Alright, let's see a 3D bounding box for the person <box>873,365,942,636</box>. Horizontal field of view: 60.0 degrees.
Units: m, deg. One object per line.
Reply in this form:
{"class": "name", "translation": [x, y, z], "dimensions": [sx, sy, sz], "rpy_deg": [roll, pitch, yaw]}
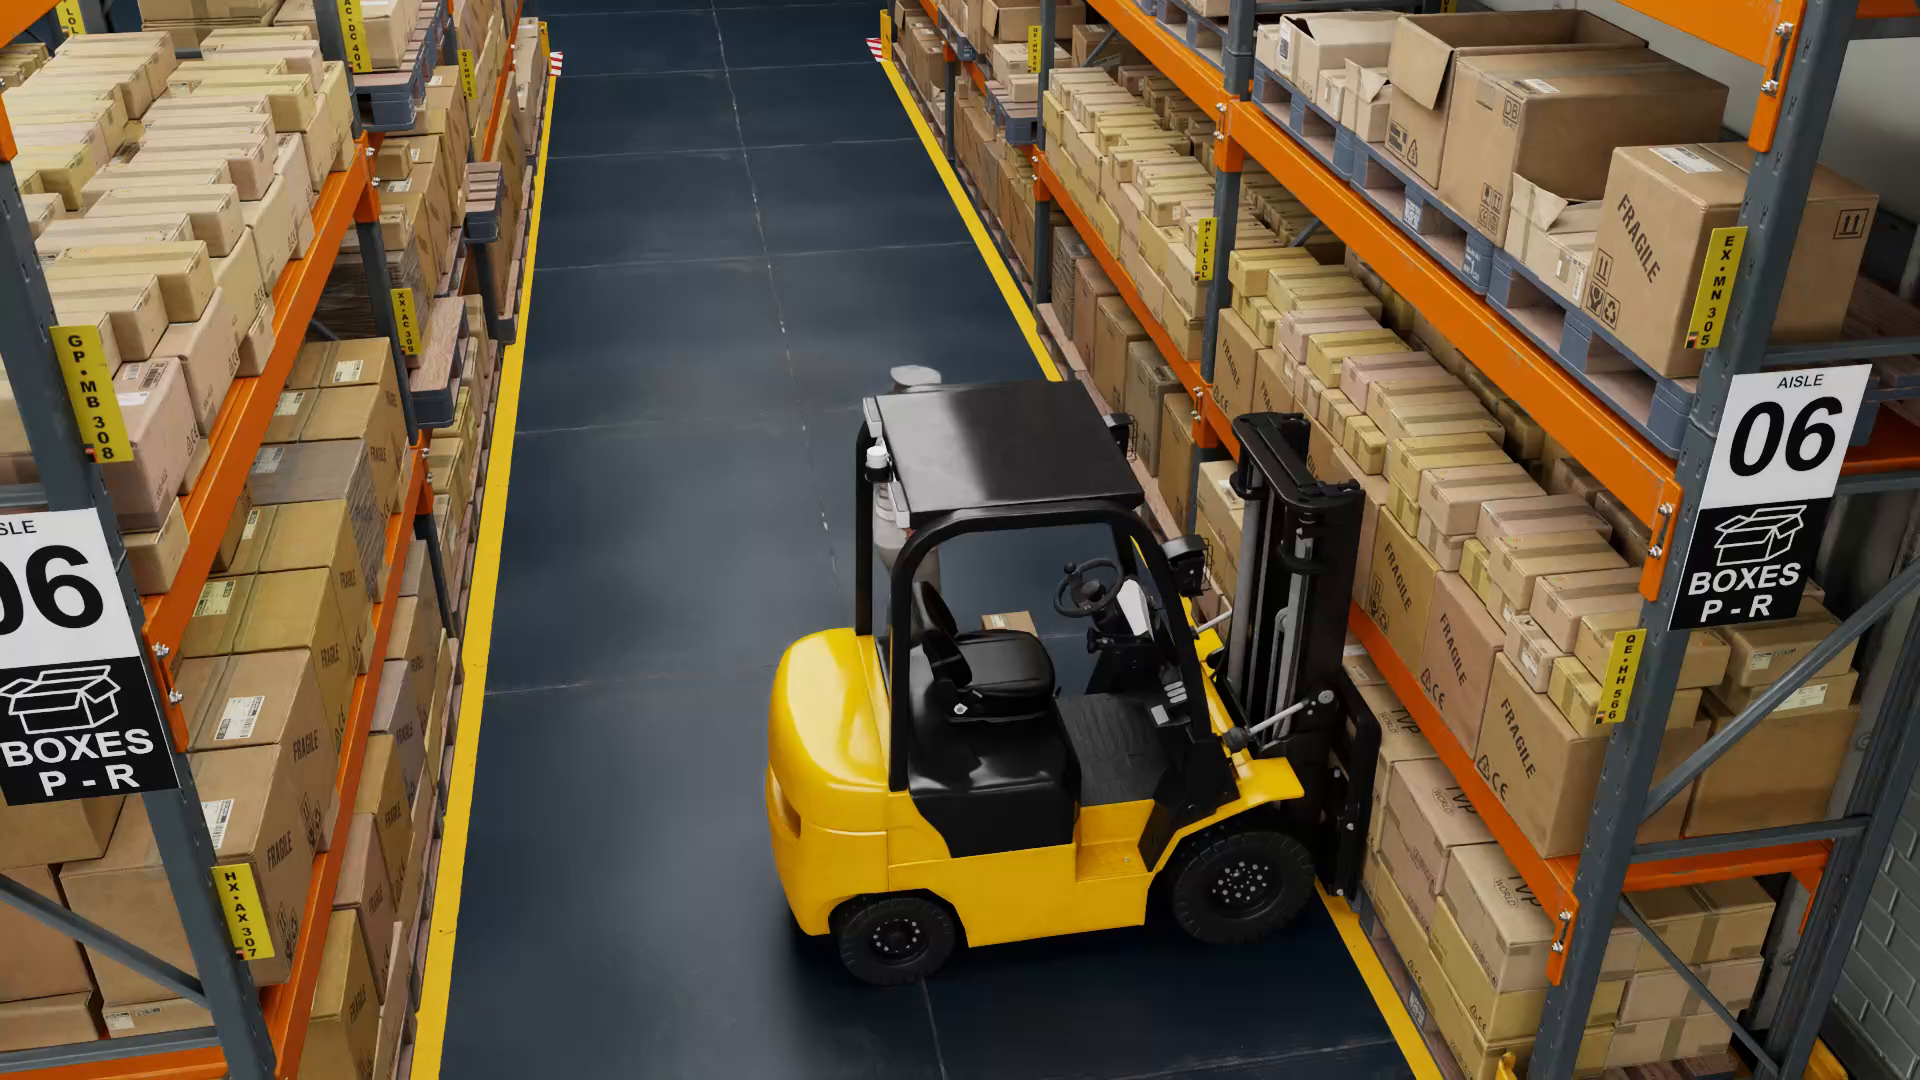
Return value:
{"class": "person", "translation": [-0.256, -0.043, 8.228], "dimensions": [0.389, 1.736, 0.534], "rpy_deg": [-5, 31, -8]}
